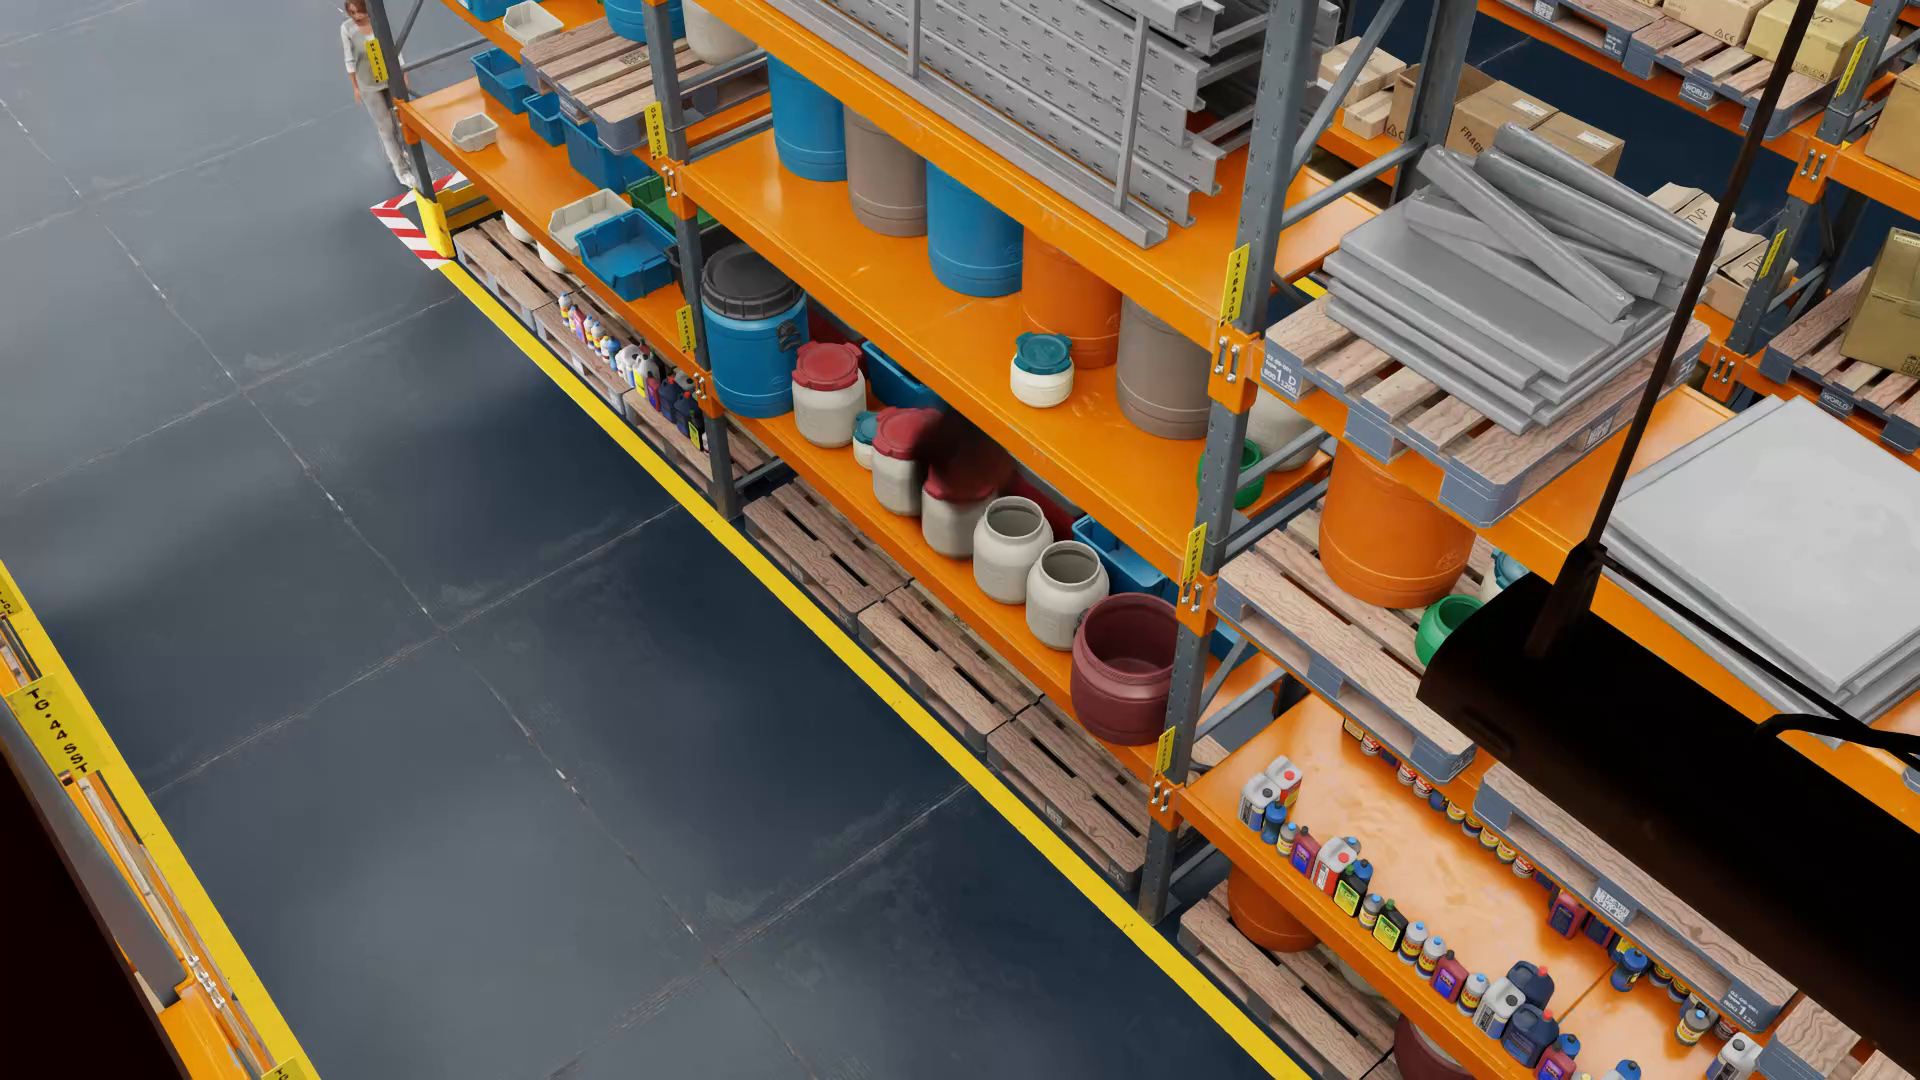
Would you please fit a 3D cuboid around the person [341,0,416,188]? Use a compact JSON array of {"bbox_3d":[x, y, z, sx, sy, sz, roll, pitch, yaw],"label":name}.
[{"bbox_3d":[-4.576,-3.624,13.324,0.629,1.595,0.415,32,54,27],"label":"person"}]
